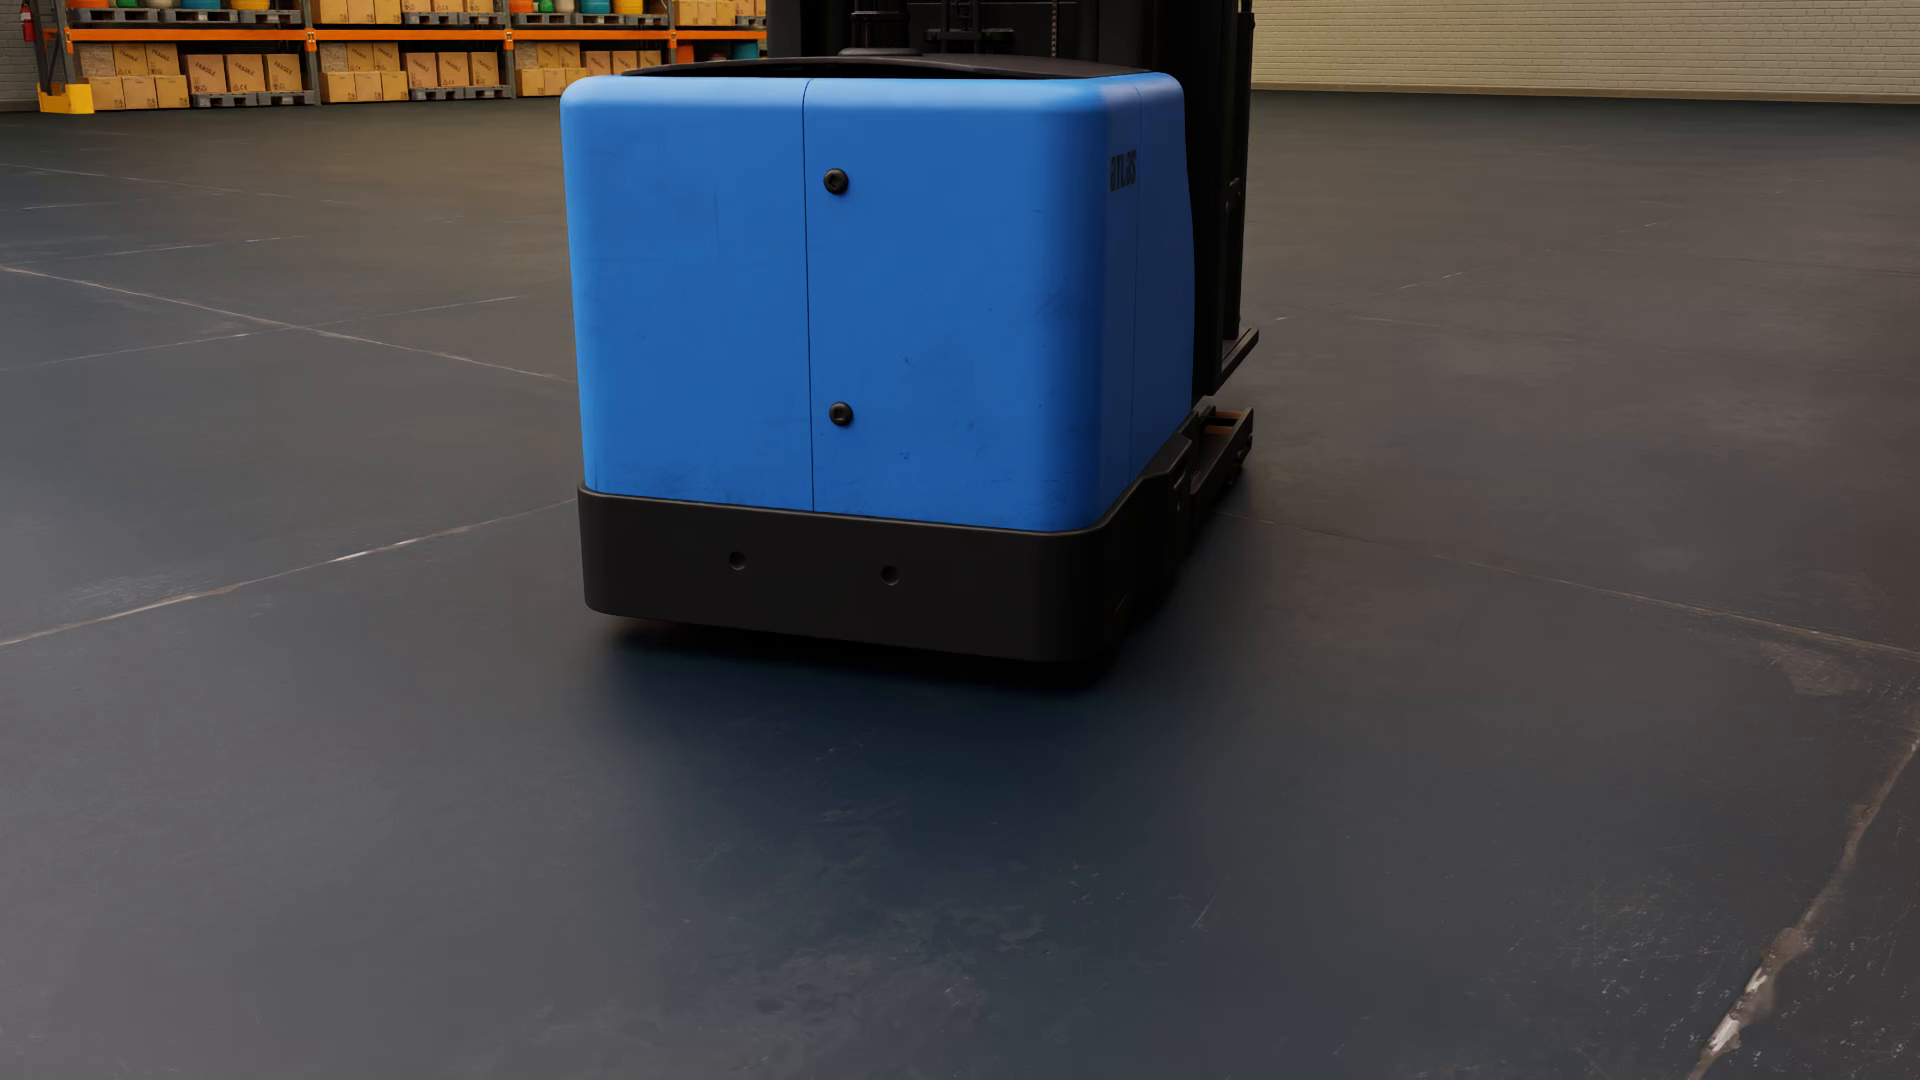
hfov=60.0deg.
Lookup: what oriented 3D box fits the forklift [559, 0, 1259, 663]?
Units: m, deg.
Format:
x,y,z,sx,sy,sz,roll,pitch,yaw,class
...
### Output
x,y,z,sx,sy,sz,roll,pitch,yaw,class
0.182,-1.571,4.072,1.130,2.935,3.031,5,18,17,forklift
